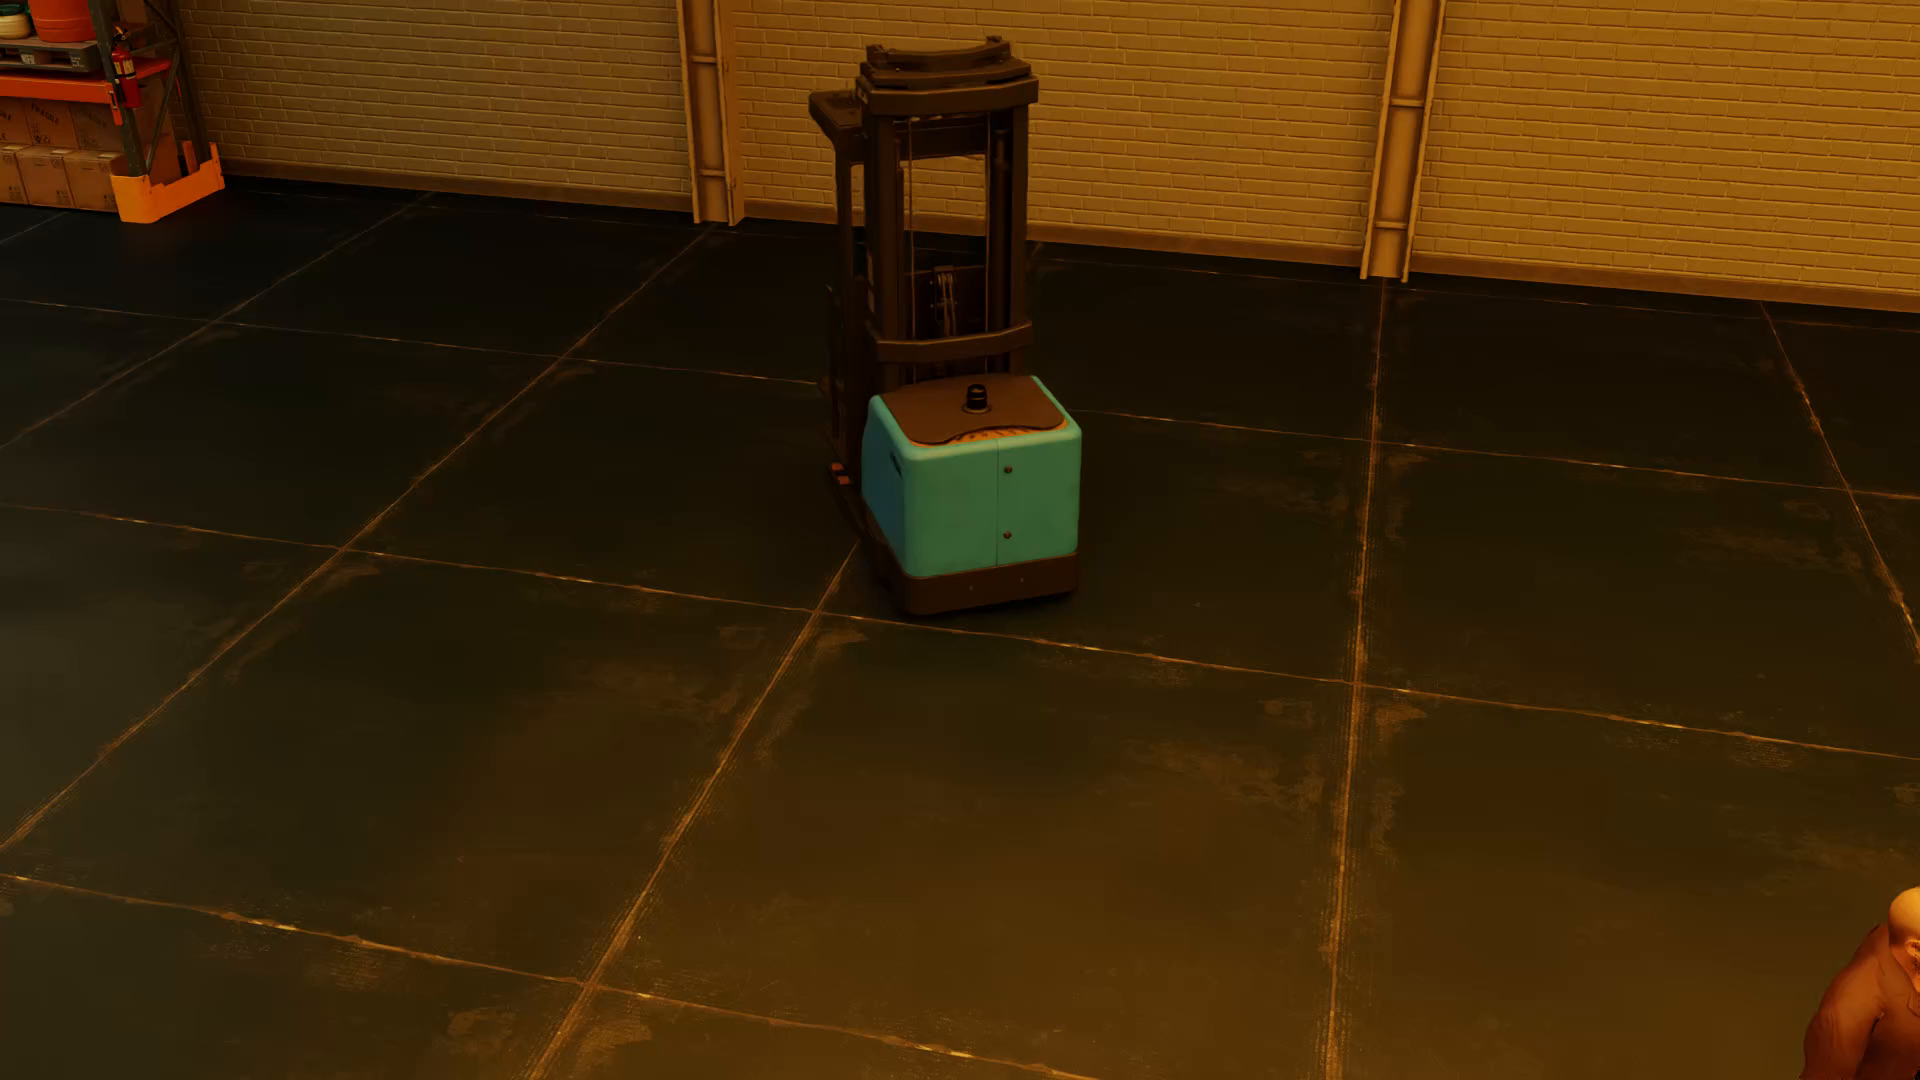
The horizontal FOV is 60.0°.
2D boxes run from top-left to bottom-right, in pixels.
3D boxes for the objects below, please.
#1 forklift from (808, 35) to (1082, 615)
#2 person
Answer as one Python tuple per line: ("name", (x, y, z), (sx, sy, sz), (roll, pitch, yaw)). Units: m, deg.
("forklift", (-0.238, -1.569, 9.939), (1.130, 2.935, 3.031), (-9, 31, -15))
("person", (2.812, 1.828, 5.140), (0.689, 1.843, 0.592), (-26, 39, -38))
